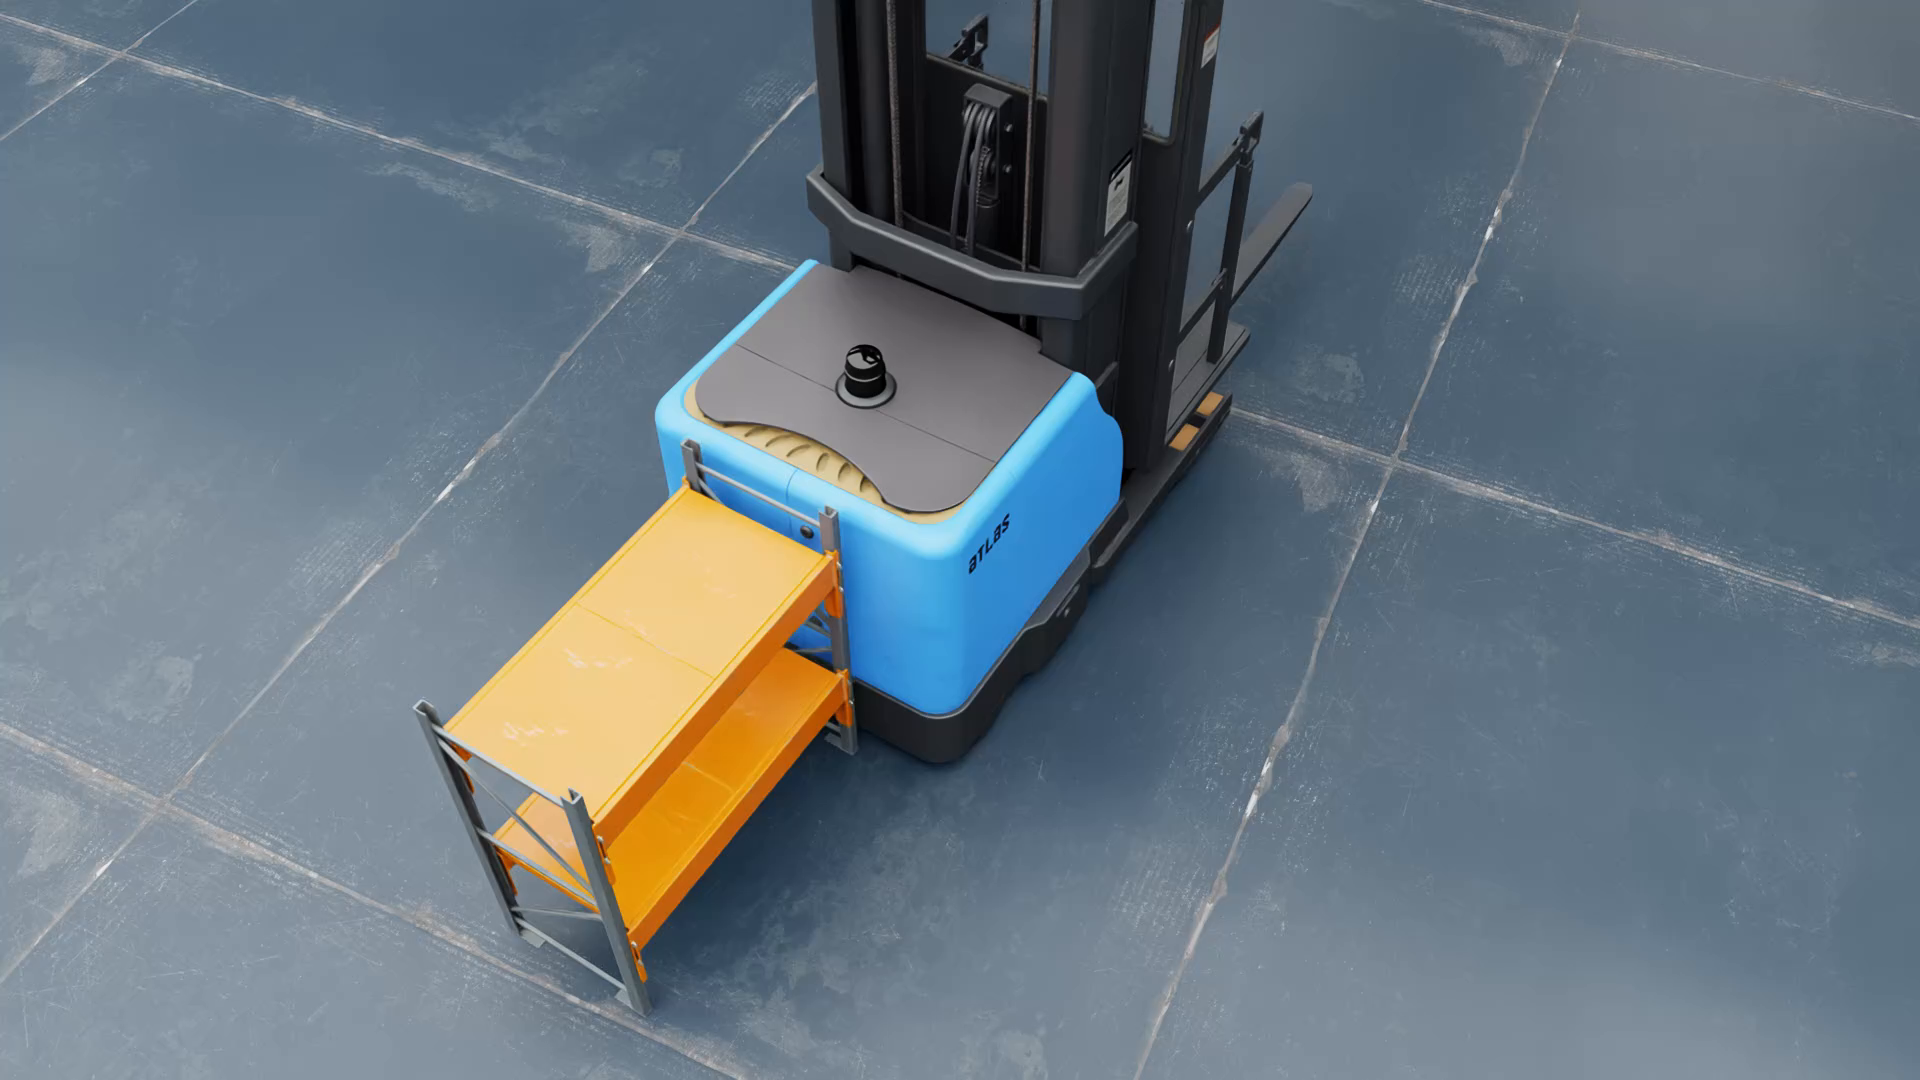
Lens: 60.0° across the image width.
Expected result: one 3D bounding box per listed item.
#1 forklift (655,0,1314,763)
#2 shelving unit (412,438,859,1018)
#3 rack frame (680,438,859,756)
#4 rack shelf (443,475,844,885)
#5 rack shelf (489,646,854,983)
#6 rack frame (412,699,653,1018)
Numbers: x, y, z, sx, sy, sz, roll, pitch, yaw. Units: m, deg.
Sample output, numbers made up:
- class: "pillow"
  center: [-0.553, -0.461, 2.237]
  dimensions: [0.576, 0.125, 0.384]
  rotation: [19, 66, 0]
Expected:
- class: "forklift"
  center: [0.330, -1.380, 5.000]
  dimensions: [1.130, 2.935, 3.031]
  rotation: [26, 54, 20]
- class: "shelving unit"
  center: [-0.807, 0.525, 4.565]
  dimensions: [0.538, 1.125, 1.048]
  rotation: [26, 54, 20]
- class: "rack frame"
  center: [-0.537, 0.197, 4.844]
  dimensions: [0.500, 1.125, 0.032]
  rotation: [26, 54, 20]
- class: "rack shelf"
  center: [-0.807, 0.335, 4.342]
  dimensions: [0.538, 0.278, 1.000]
  rotation: [26, 54, 20]
- class: "rack shelf"
  center: [-0.807, 0.683, 4.751]
  dimensions: [0.538, 0.278, 1.000]
  rotation: [26, 54, 20]
- class: "rack frame"
  center: [-1.077, 0.853, 4.286]
  dimensions: [0.500, 1.125, 0.032]
  rotation: [26, 54, 20]
